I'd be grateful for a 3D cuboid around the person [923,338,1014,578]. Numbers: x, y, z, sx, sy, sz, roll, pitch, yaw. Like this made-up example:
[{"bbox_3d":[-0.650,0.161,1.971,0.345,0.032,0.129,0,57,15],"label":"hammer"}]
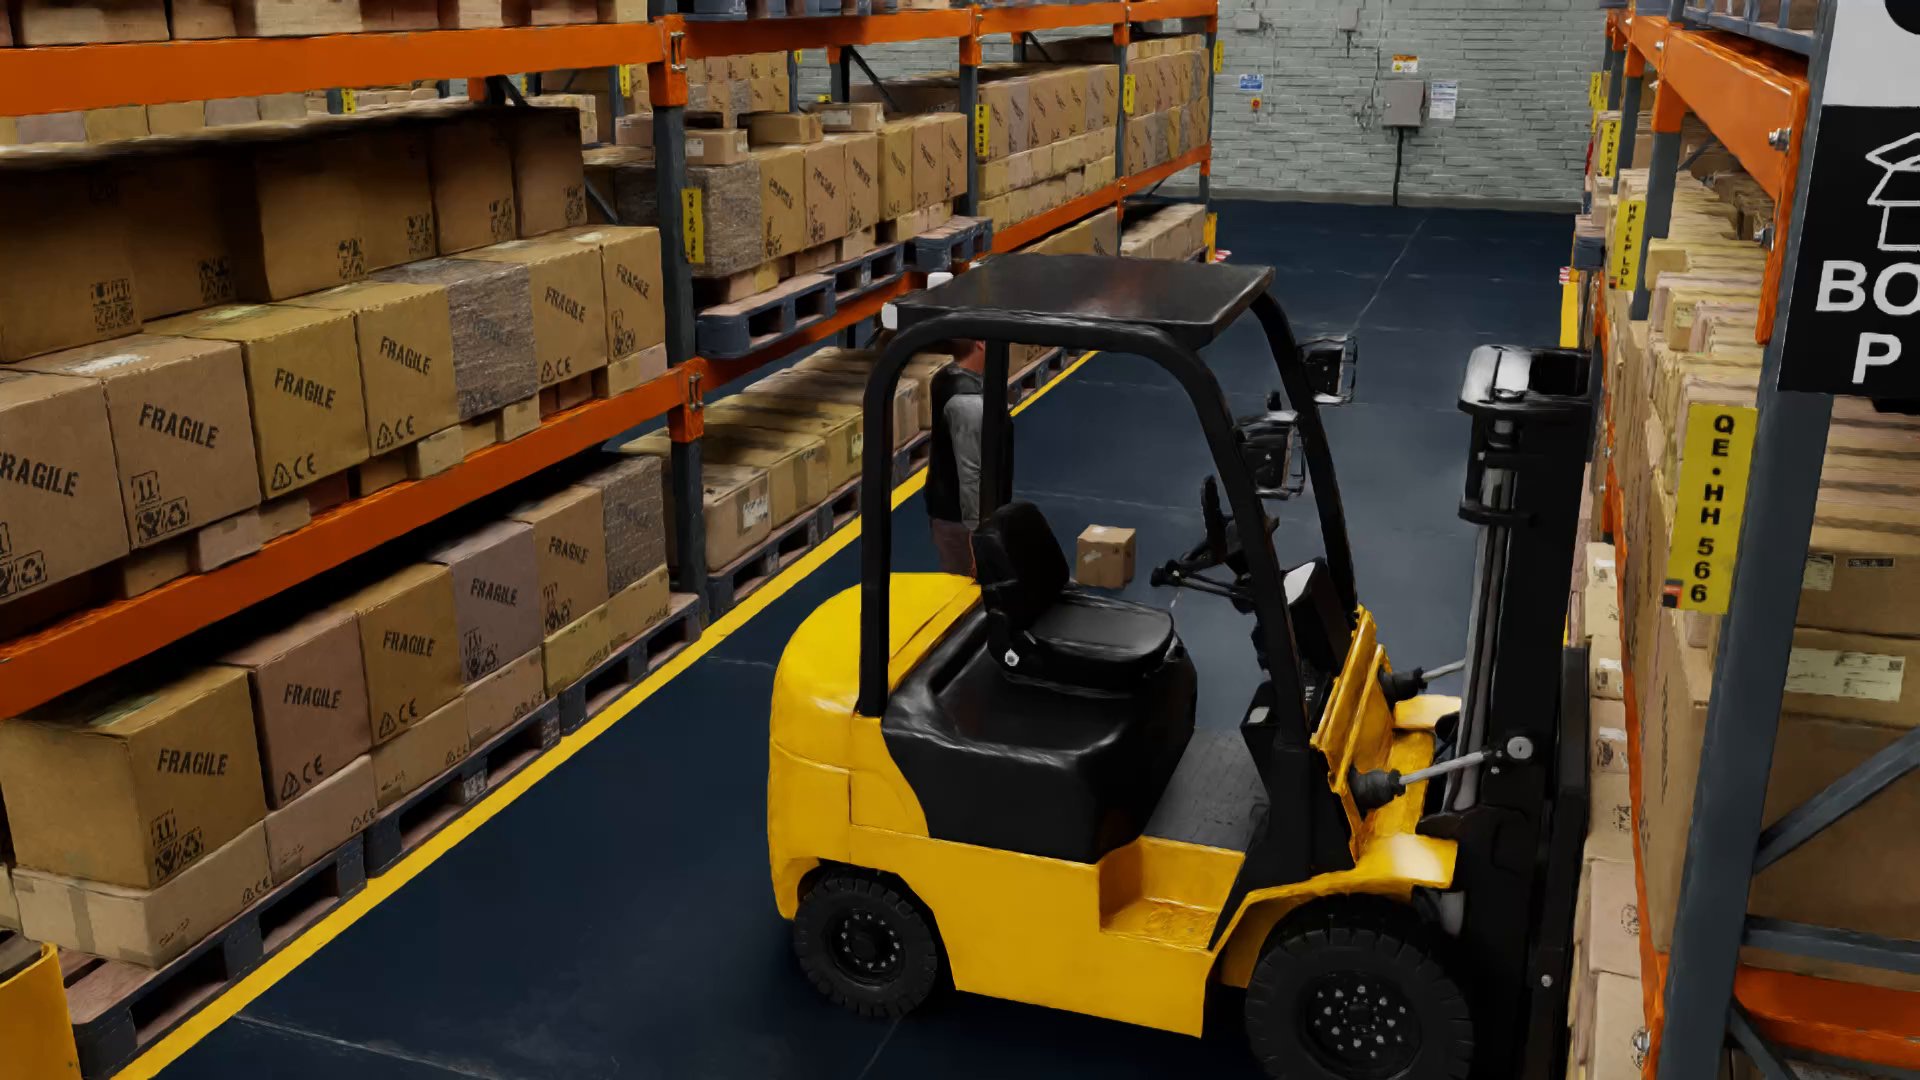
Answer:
[{"bbox_3d":[0.089,-0.083,6.761,0.470,1.730,0.588,-1,19,-4],"label":"person"}]
